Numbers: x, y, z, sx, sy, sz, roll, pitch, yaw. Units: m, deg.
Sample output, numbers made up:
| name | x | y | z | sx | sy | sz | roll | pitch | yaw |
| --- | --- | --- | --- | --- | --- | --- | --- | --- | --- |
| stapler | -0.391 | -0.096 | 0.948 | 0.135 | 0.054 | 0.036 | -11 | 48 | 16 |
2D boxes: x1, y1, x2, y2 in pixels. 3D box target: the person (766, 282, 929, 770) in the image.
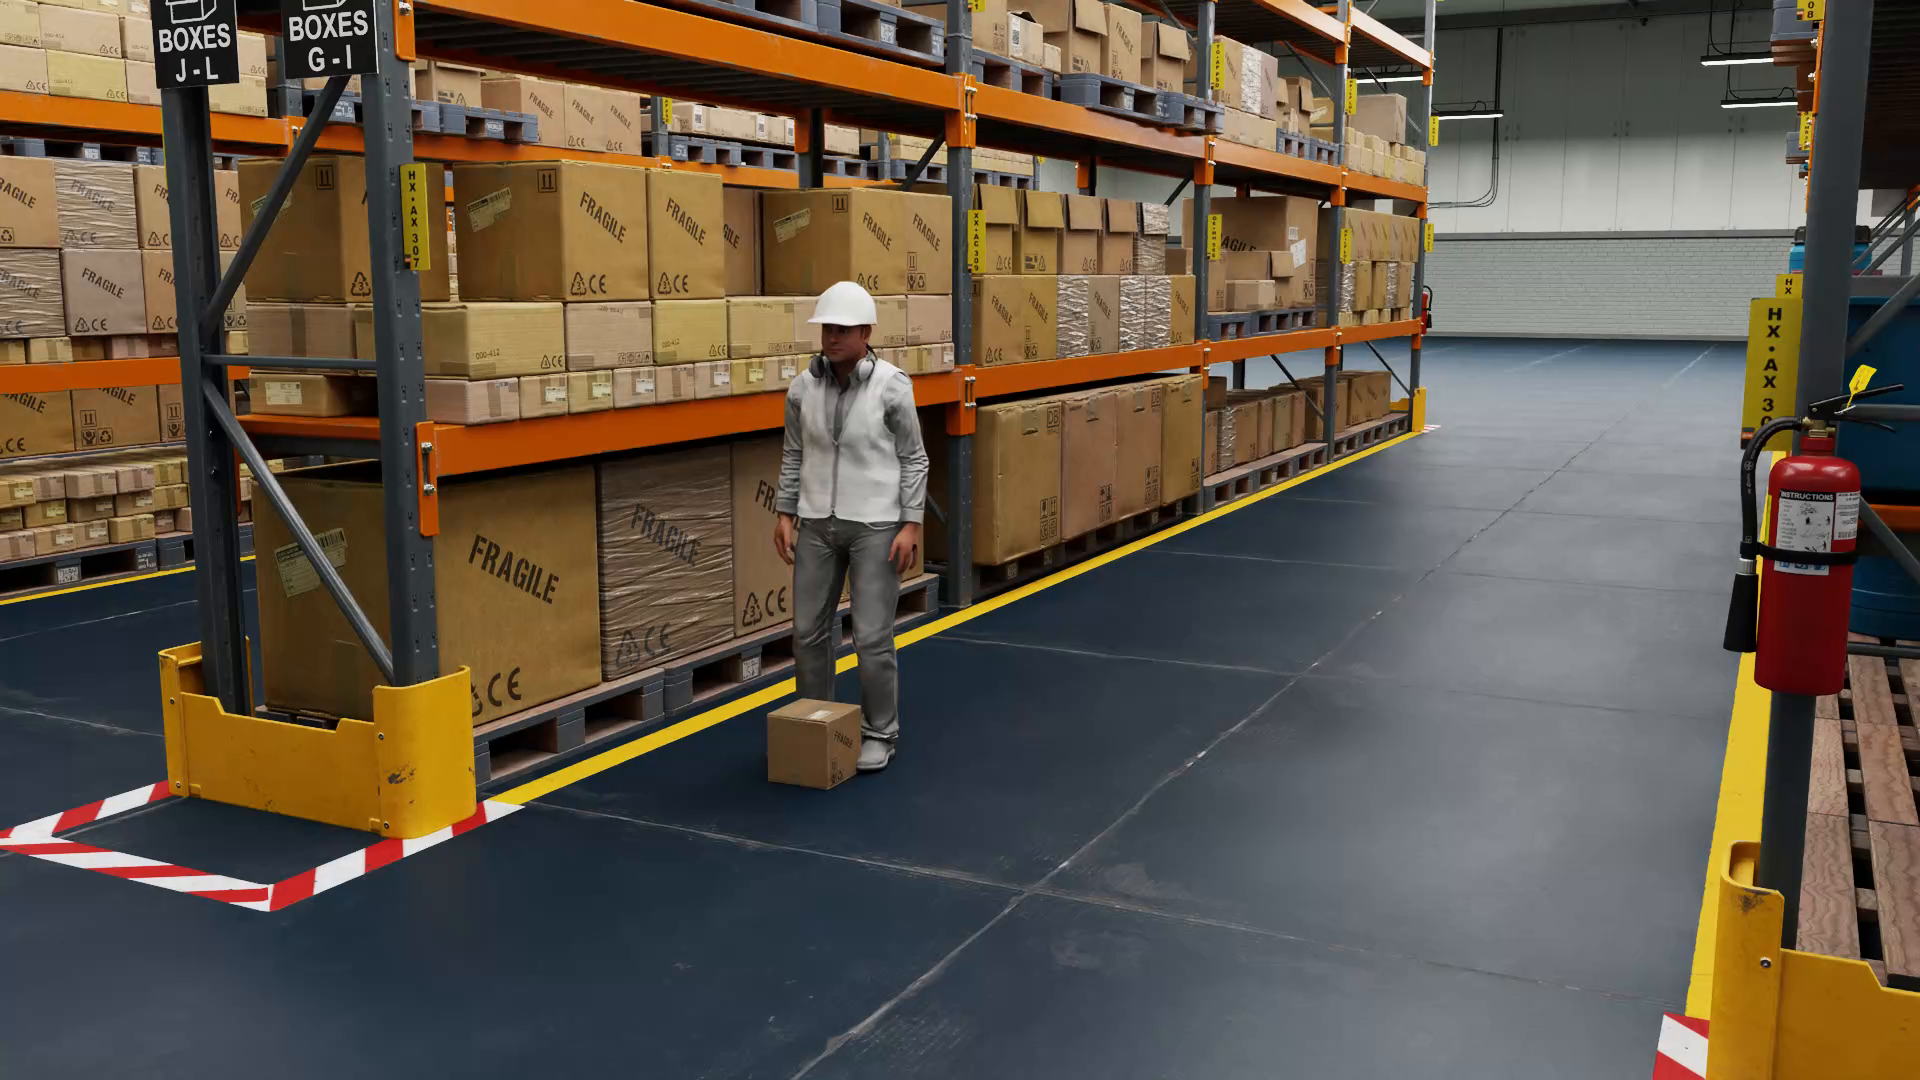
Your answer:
| name | x | y | z | sx | sy | sz | roll | pitch | yaw |
| --- | --- | --- | --- | --- | --- | --- | --- | --- | --- |
| person | -0.408 | -0.053 | 6.117 | 0.594 | 1.770 | 0.459 | 4 | 10 | 23 |
